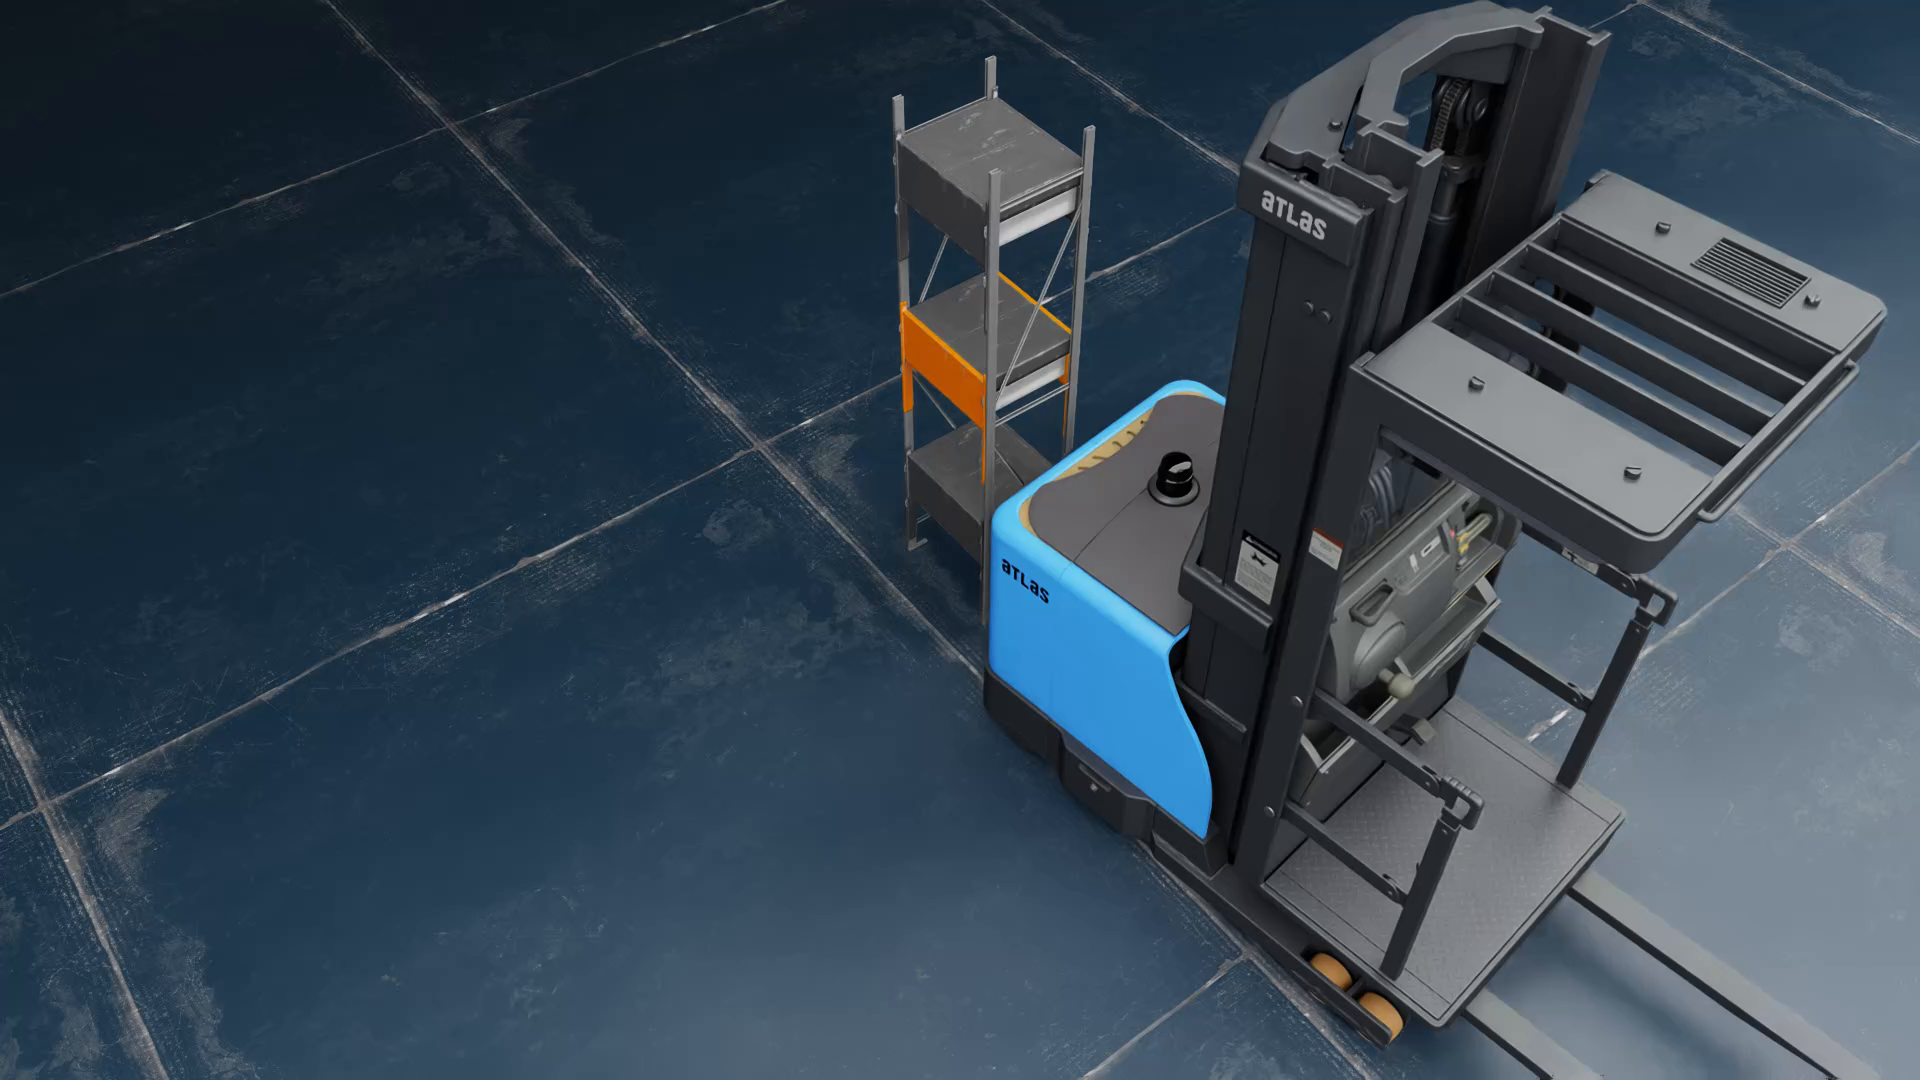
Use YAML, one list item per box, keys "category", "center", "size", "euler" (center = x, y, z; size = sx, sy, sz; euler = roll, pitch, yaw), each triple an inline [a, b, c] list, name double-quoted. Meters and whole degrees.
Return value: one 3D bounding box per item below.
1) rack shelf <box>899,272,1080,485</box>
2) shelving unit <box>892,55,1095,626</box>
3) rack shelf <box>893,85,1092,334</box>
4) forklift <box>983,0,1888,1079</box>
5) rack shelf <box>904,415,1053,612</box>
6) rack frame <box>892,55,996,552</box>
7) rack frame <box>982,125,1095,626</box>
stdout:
- category: "rack shelf"
  center: [0.100, -0.598, 5.893]
  size: [0.431, 0.518, 0.480]
  euler: [-29, 54, -24]
- category: "shelving unit"
  center: [0.100, -0.608, 5.882]
  size: [0.431, 2.100, 0.503]
  euler: [-29, 54, -24]
- category: "rack shelf"
  center: [0.100, -1.069, 5.374]
  size: [0.431, 0.518, 0.480]
  euler: [-29, 54, -24]
- category: "forklift"
  center: [1.477, 0.179, 4.608]
  size: [1.130, 2.935, 3.031]
  euler: [-36, 57, -28]
- category: "rack shelf"
  center: [0.100, -0.128, 6.411]
  size: [0.431, 0.518, 0.480]
  euler: [-29, 54, -24]
- category: "rack frame"
  center: [-0.048, -0.752, 6.013]
  size: [0.400, 2.100, 0.015]
  euler: [-29, 54, -24]
- category: "rack frame"
  center: [0.248, -0.464, 5.752]
  size: [0.400, 2.100, 0.015]
  euler: [-29, 54, -24]
